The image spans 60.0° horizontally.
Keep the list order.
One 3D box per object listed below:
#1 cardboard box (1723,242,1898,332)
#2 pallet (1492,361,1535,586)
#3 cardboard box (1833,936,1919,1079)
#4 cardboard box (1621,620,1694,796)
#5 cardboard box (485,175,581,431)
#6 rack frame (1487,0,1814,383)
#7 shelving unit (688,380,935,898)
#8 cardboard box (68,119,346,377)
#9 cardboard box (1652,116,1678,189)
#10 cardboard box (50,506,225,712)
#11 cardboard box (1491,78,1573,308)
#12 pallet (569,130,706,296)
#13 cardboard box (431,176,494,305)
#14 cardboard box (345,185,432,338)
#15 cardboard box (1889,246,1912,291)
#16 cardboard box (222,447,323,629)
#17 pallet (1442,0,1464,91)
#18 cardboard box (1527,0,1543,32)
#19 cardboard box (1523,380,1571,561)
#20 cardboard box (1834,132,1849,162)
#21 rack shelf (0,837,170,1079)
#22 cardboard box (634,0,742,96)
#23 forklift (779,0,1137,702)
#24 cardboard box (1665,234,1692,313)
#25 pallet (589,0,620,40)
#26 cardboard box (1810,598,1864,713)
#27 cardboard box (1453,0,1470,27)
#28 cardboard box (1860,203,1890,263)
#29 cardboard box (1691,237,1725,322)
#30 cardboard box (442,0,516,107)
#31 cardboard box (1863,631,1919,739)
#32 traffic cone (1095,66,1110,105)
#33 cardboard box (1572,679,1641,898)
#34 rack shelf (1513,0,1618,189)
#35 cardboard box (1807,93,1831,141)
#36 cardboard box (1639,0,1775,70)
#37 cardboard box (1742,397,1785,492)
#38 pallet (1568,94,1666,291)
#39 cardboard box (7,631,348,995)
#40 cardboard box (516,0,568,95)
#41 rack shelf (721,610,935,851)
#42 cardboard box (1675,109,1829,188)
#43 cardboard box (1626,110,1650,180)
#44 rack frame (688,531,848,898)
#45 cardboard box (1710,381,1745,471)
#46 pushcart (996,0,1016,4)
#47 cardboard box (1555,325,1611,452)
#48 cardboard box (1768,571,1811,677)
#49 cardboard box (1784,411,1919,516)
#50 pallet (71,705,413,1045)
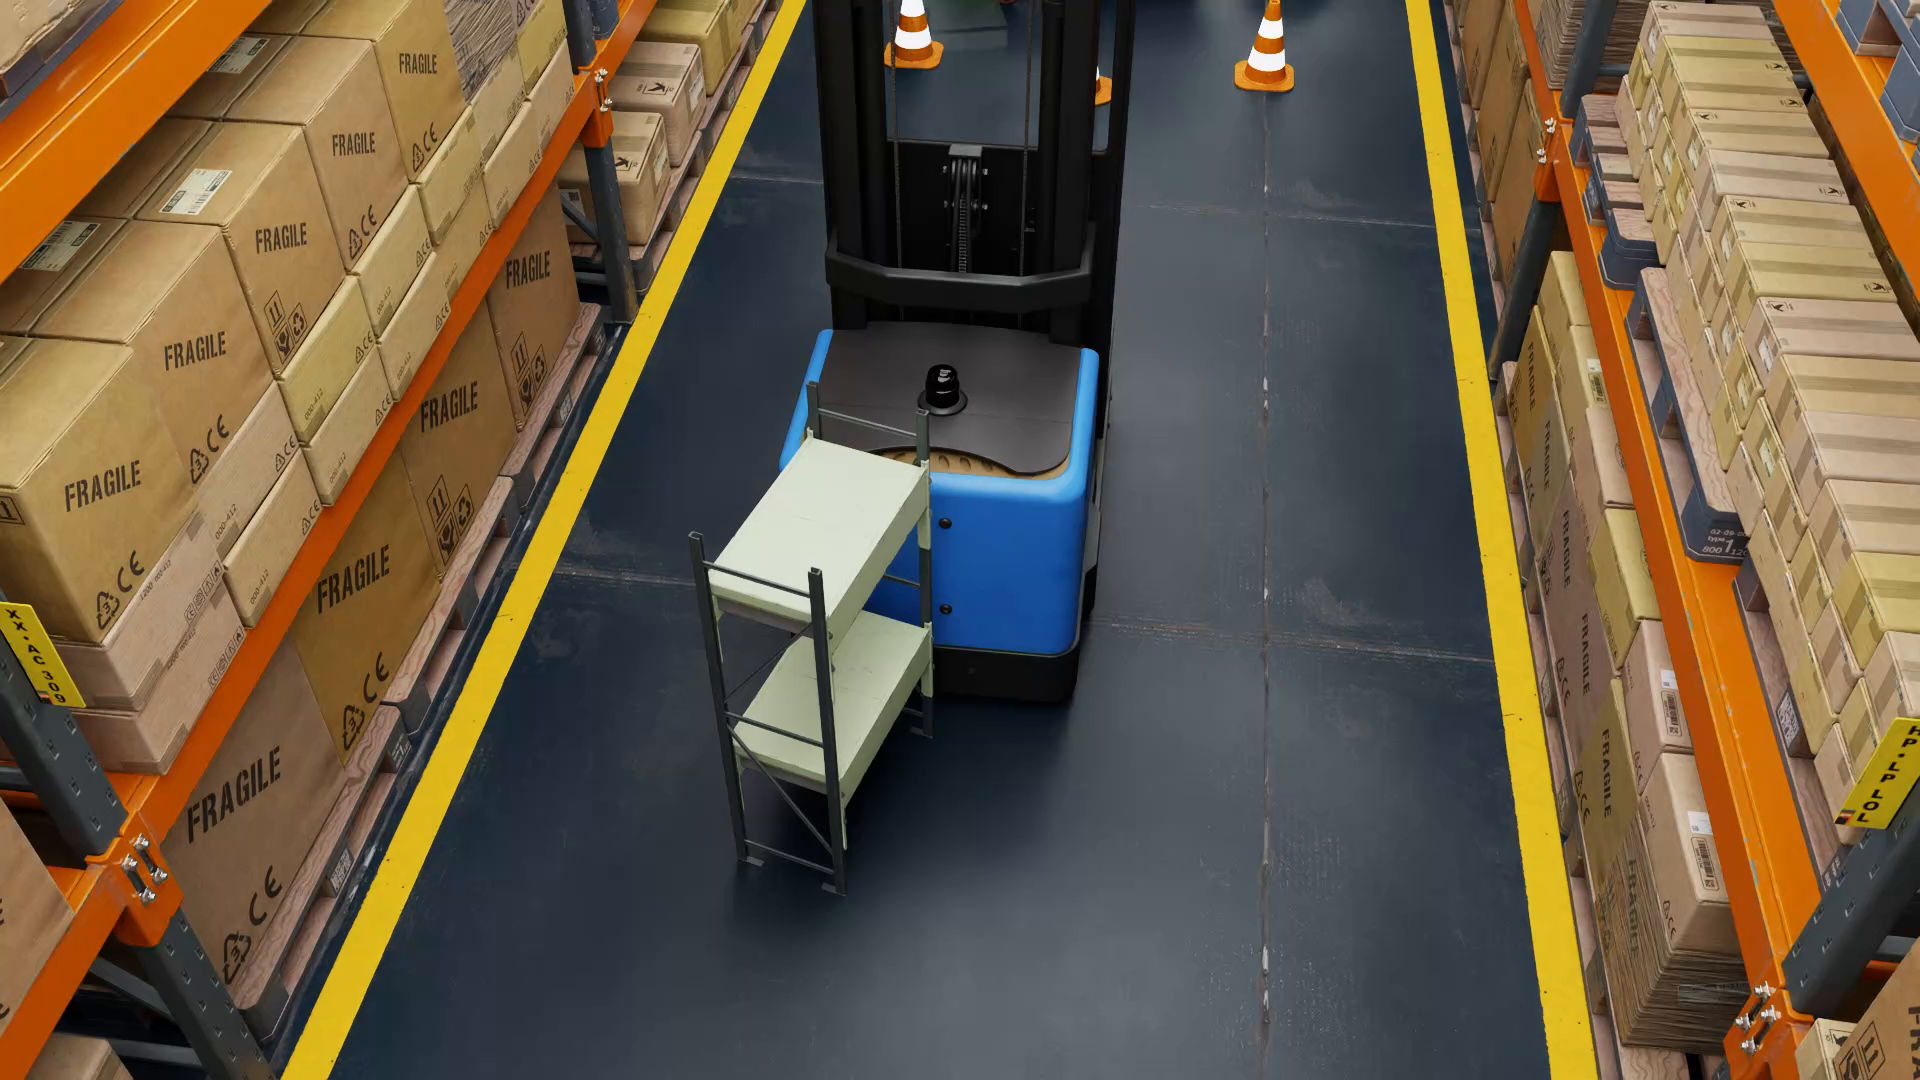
[{"bbox_3d":[2.431,-0.714,4.767,0.380,0.149,0.250,5,44,5],"label":"cardboard box"},{"bbox_3d":[2.788,-0.254,6.865,1.003,0.211,1.213,5,44,6],"label":"pallet"},{"bbox_3d":[2.049,1.097,3.121,0.500,0.500,0.500,5,44,5],"label":"cardboard box"},{"bbox_3d":[2.293,0.530,4.976,0.500,0.250,0.500,7,44,7],"label":"cardboard box"},{"bbox_3d":[-2.201,-1.098,6.968,0.875,0.875,0.875,5,44,5],"label":"cardboard box"},{"bbox_3d":[2.893,-1.799,6.469,1.000,3.000,0.127,5,44,6],"label":"rack frame"},{"bbox_3d":[-0.421,0.347,5.293,0.431,1.500,0.755,16,46,16],"label":"shelving unit"},{"bbox_3d":[-2.104,-0.818,4.633,0.500,0.500,0.500,4,44,4],"label":"cardboard box"},{"bbox_3d":[2.564,-1.290,5.592,0.380,0.149,0.250,4,44,4],"label":"cardboard box"},{"bbox_3d":[-2.218,0.144,4.161,0.500,0.250,0.500,4,44,4],"label":"cardboard box"},{"bbox_3d":[3.063,-1.542,7.527,1.050,0.750,0.750,5,44,5],"label":"cardboard box"},{"bbox_3d":[-1.922,-1.700,8.392,1.003,0.211,1.213,5,44,6],"label":"pallet"},{"bbox_3d":[-1.971,-1.066,5.804,0.500,0.250,0.500,5,44,5],"label":"cardboard box"},{"bbox_3d":[-2.019,-0.900,5.264,0.500,0.250,0.500,4,44,4],"label":"cardboard box"},{"bbox_3d":[3.144,-0.889,5.168,0.380,0.149,0.250,5,44,5],"label":"cardboard box"},{"bbox_3d":[-2.169,-0.029,4.708,0.500,0.250,0.500,4,44,4],"label":"cardboard box"},{"bbox_3d":[3.394,-2.980,9.744,1.003,0.211,1.213,5,44,6],"label":"pallet"},{"bbox_3d":[2.754,-2.507,7.143,0.500,0.500,0.500,5,44,6],"label":"cardboard box"},{"bbox_3d":[2.483,-0.242,6.337,0.500,0.500,0.500,6,44,6],"label":"cardboard box"},{"bbox_3d":[3.245,-1.408,5.717,0.380,0.149,0.250,7,44,7],"label":"cardboard box"},{"bbox_3d":[-2.820,2.170,2.800,1.077,0.370,4.000,5,44,6],"label":"rack shelf"},{"bbox_3d":[-1.747,-2.783,9.113,0.950,0.372,0.625,7,44,7],"label":"cardboard box"},{"bbox_3d":[0.077,-1.494,6.196,1.130,2.935,3.031,5,44,5],"label":"forklift"},{"bbox_3d":[2.496,-0.842,5.334,0.380,0.149,0.250,7,44,7],"label":"cardboard box"},{"bbox_3d":[-2.038,-2.606,7.460,1.213,0.211,1.003,5,44,6],"label":"pallet"},{"bbox_3d":[2.255,0.289,3.924,0.380,0.149,0.250,6,44,6],"label":"cardboard box"},{"bbox_3d":[3.429,-3.430,9.521,1.050,0.750,0.750,5,44,5],"label":"cardboard box"},{"bbox_3d":[3.178,-0.969,5.469,0.380,0.149,0.250,5,44,5],"label":"cardboard box"},{"bbox_3d":[2.461,-0.780,5.053,0.380,0.149,0.250,5,44,5],"label":"cardboard box"},{"bbox_3d":[-1.896,-1.853,5.726,0.500,0.500,0.500,6,44,6],"label":"cardboard box"},{"bbox_3d":[2.224,0.358,3.635,0.380,0.149,0.250,7,44,7],"label":"cardboard box"},{"bbox_3d":[0.678,-2.724,9.291,0.336,0.463,0.334,5,44,6],"label":"traffic cone"},{"bbox_3d":[2.280,0.805,5.231,0.500,0.500,0.500,4,44,5],"label":"cardboard box"},{"bbox_3d":[3.157,-2.901,8.156,1.077,0.370,4.000,5,44,6],"label":"rack shelf"},{"bbox_3d":[3.283,-1.483,6.011,0.380,0.149,0.250,6,44,6],"label":"cardboard box"},{"bbox_3d":[2.639,-1.776,5.889,0.380,0.149,0.250,5,44,6],"label":"cardboard box"},{"bbox_3d":[2.358,-0.244,4.487,0.380,0.149,0.250,3,44,3],"label":"cardboard box"},{"bbox_3d":[2.904,-1.234,6.011,1.213,0.211,1.003,5,44,6],"label":"pallet"},{"bbox_3d":[-2.553,0.735,5.032,0.875,0.875,0.875,6,44,7],"label":"cardboard box"},{"bbox_3d":[-1.839,-1.954,6.378,0.500,0.250,0.500,5,44,5],"label":"cardboard box"},{"bbox_3d":[-0.421,0.583,5.517,0.431,0.370,0.720,16,46,16],"label":"rack shelf"},{"bbox_3d":[2.534,-1.249,5.332,0.380,0.149,0.250,4,44,4],"label":"cardboard box"},{"bbox_3d":[2.598,-1.391,5.915,0.380,0.149,0.250,7,44,8],"label":"cardboard box"},{"bbox_3d":[-0.560,0.579,5.047,0.400,1.500,0.023,16,46,16],"label":"rack frame"},{"bbox_3d":[2.389,-0.311,4.774,0.380,0.149,0.250,7,44,7],"label":"cardboard box"},{"bbox_3d":[0.768,-3.781,10.469,1.648,0.377,0.936,-9,44,-9],"label":"pushcart"},{"bbox_3d":[2.495,-0.523,6.088,0.500,0.250,0.500,5,44,5],"label":"cardboard box"},{"bbox_3d":[2.289,0.230,4.203,0.380,0.149,0.250,5,44,5],"label":"cardboard box"},{"bbox_3d":[2.329,-0.180,4.203,0.380,0.149,0.250,5,44,5],"label":"cardboard box"},{"bbox_3d":[-2.529,1.025,5.513,1.003,0.211,1.213,5,44,6],"label":"pallet"}]
